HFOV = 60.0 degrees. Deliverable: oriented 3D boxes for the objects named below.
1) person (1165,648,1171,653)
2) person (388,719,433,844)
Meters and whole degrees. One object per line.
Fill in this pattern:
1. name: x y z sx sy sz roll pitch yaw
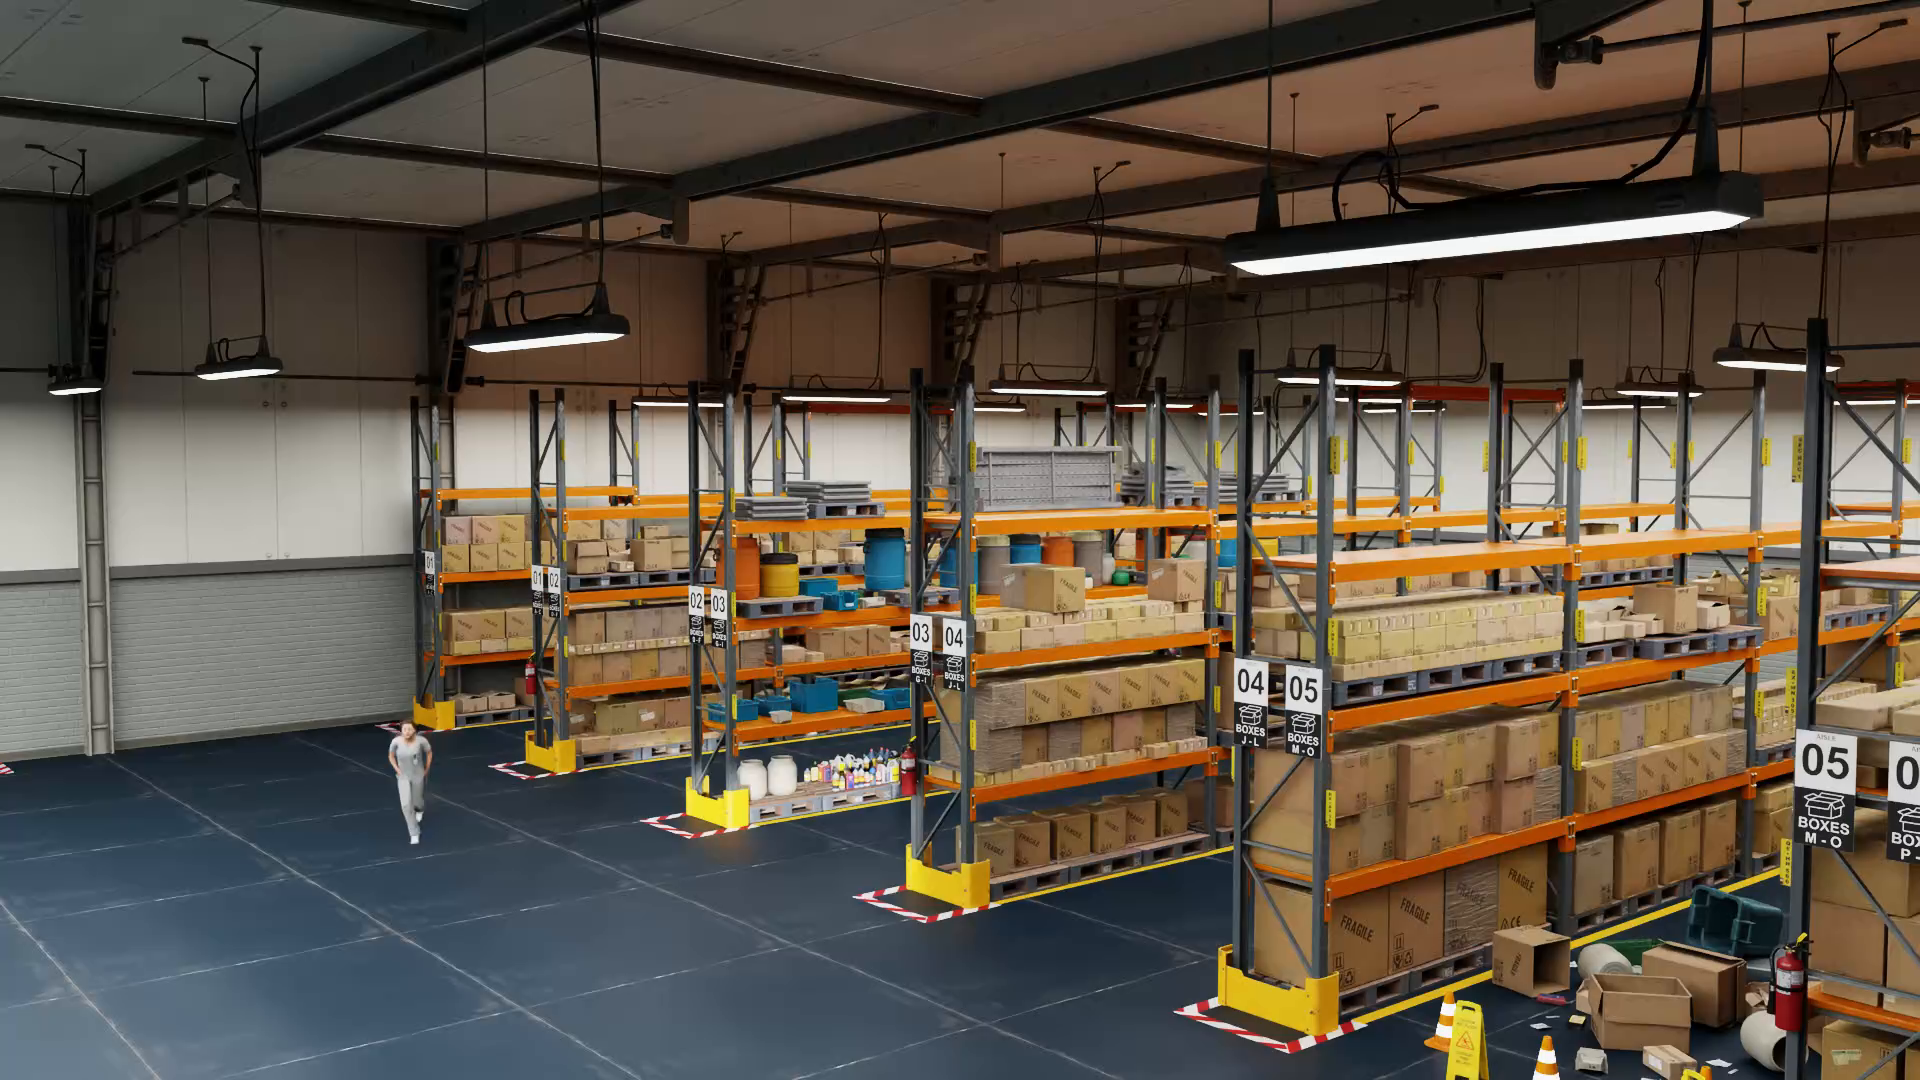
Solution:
1. person: 3.832 2.553 30.826 0.721 1.650 0.523 -2 4 -28
2. person: -7.145 3.095 21.683 0.538 1.613 0.786 0 3 -8
